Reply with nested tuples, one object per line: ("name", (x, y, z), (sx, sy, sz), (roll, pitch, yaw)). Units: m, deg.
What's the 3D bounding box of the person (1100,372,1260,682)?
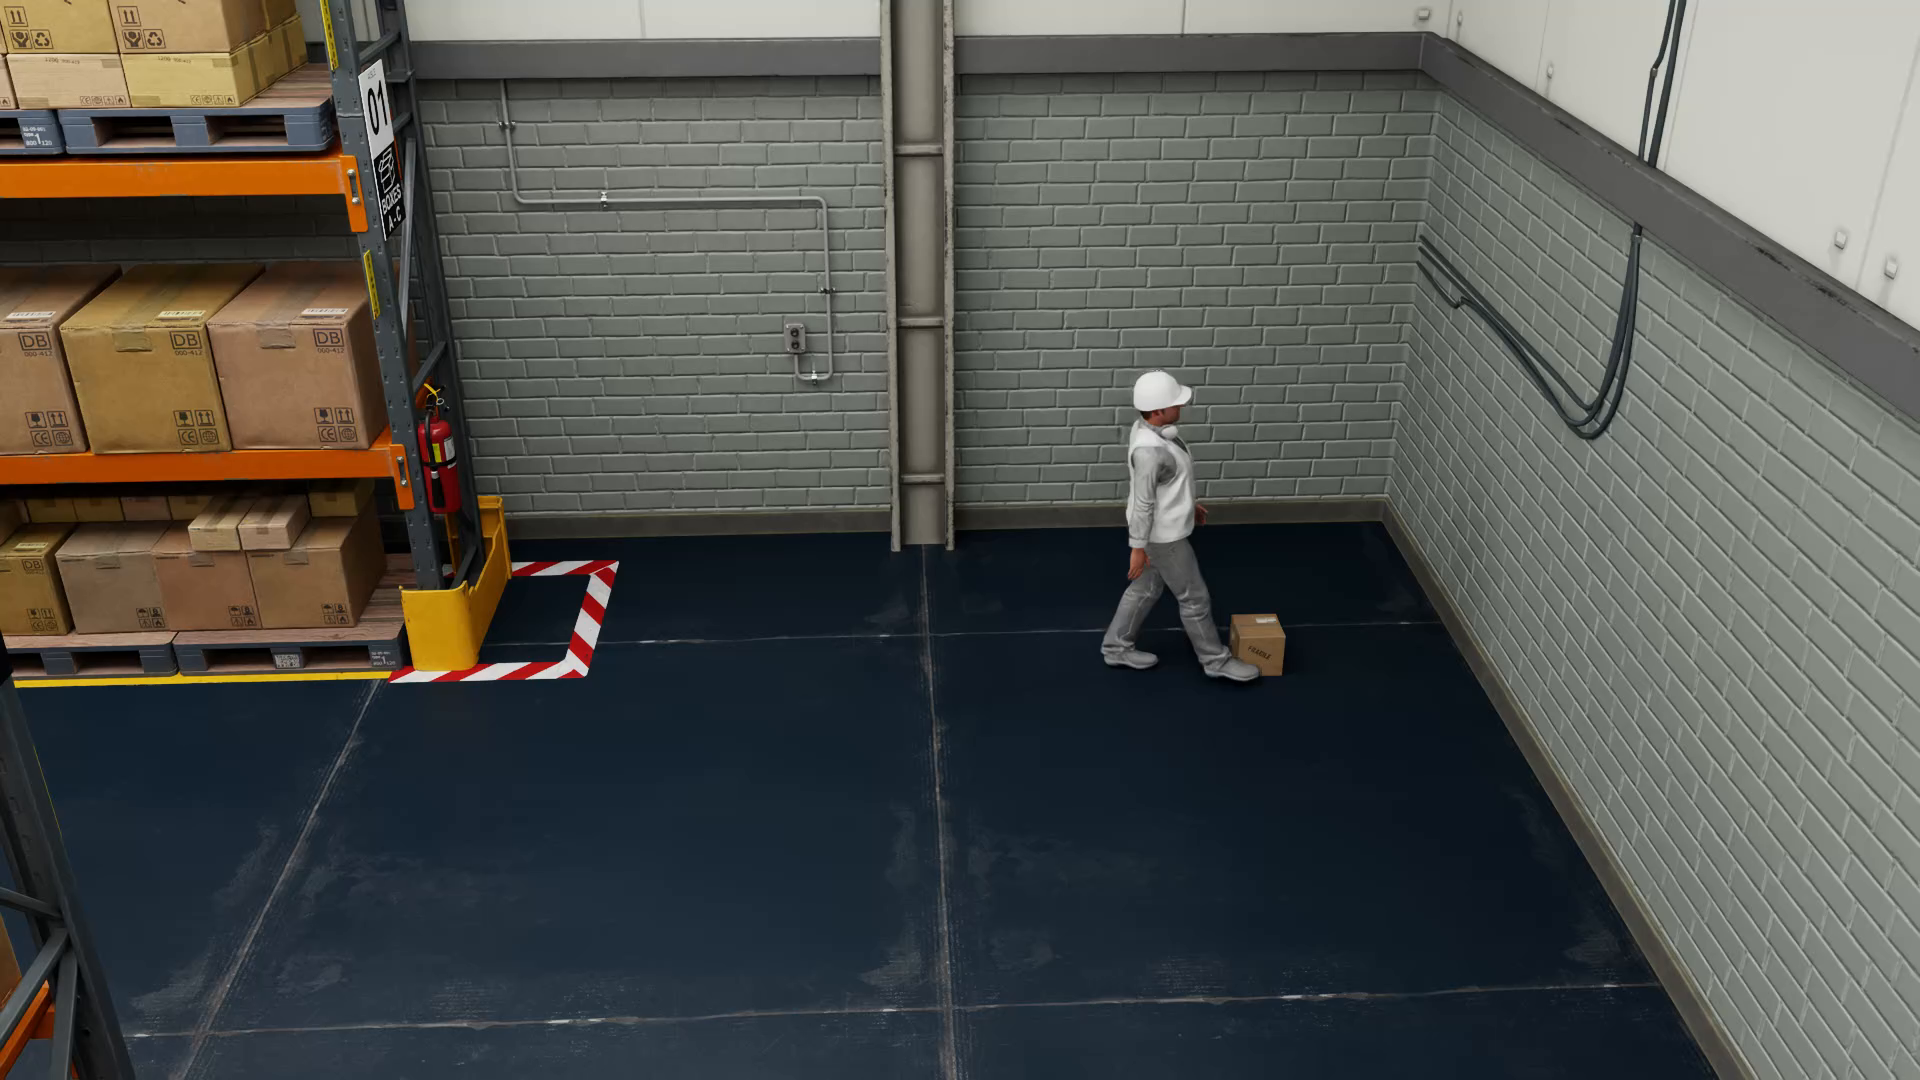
("person", (1.195, -0.080, 8.742), (0.849, 1.749, 0.587), (0, 27, 0))
